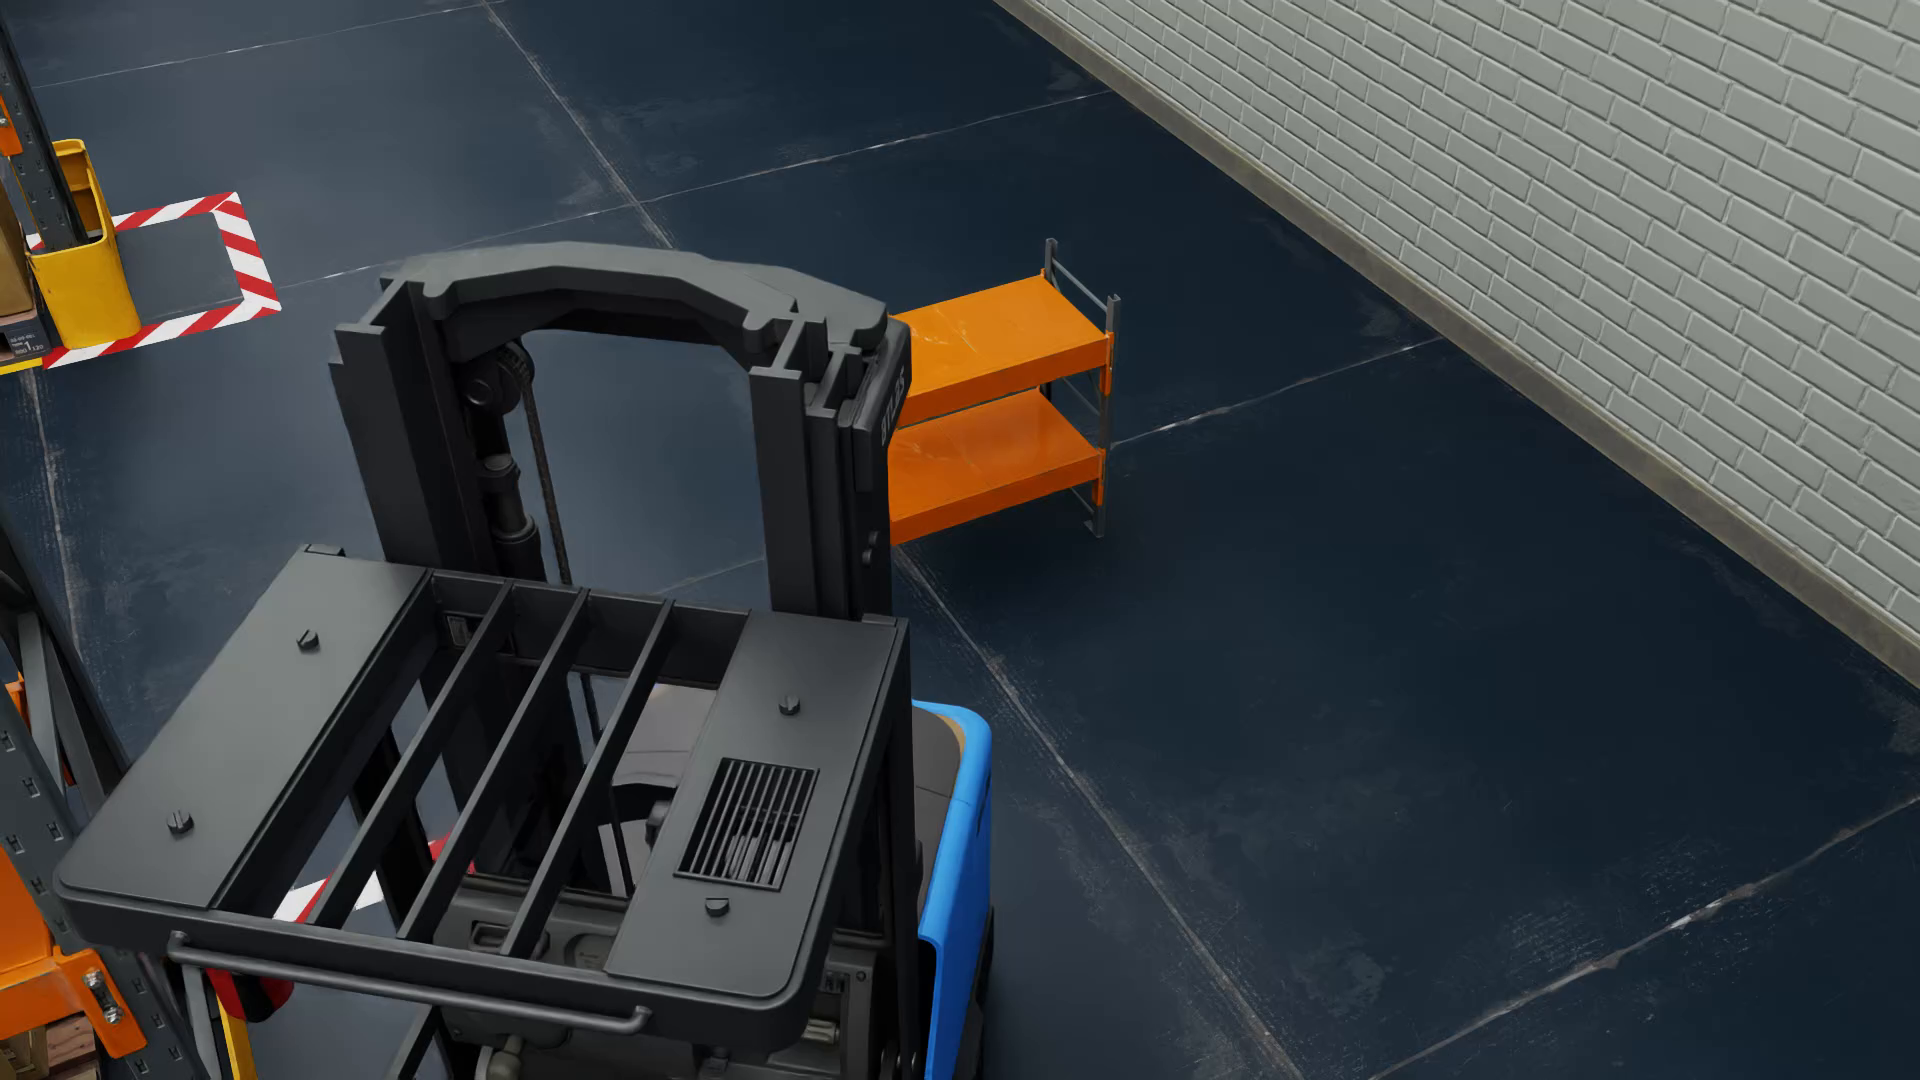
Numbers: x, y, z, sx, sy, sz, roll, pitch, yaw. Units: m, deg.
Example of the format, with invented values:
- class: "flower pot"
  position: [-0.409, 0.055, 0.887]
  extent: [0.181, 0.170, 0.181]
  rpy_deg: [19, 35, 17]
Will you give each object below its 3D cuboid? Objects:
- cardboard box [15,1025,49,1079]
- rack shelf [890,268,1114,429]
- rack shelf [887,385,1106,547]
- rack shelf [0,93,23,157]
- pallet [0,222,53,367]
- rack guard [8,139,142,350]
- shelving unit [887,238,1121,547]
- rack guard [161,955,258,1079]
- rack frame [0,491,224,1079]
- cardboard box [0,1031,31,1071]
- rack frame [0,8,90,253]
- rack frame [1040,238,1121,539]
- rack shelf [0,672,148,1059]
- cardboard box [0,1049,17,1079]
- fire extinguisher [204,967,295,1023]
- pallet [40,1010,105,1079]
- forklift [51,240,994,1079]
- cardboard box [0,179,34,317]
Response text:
- class: "cardboard box"
  position: [-2.740, 1.372, 4.690]
  extent: [0.250, 0.149, 0.380]
  rpy_deg: [-18, 43, -20]
- class: "rack shelf"
  position: [0.006, -0.655, 6.200]
  extent: [1.000, 0.278, 0.538]
  rpy_deg: [-19, 44, -21]
- class: "rack shelf"
  position: [0.006, -0.245, 6.547]
  extent: [1.000, 0.278, 0.538]
  rpy_deg: [-19, 44, -21]
- class: "rack shelf"
  position: [-6.102, -1.530, 6.793]
  extent: [4.000, 0.370, 1.077]
  rpy_deg: [-19, 44, -21]
- class: "pallet"
  position: [-5.002, -1.054, 7.832]
  extent: [1.213, 0.211, 1.003]
  rpy_deg: [-19, 44, -21]
- class: "rack guard"
  position: [-4.307, -1.455, 8.082]
  extent: [0.348, 0.500, 1.175]
  rpy_deg: [-19, 44, -21]
- class: "shelving unit"
  position: [0.006, -0.431, 6.389]
  extent: [1.048, 1.125, 0.538]
  rpy_deg: [-19, 44, -21]
- class: "rack guard"
  position: [-2.194, 1.448, 4.653]
  extent: [0.348, 0.500, 1.175]
  rpy_deg: [-19, 44, -21]
- class: "rack frame"
  position: [-2.127, 0.471, 3.872]
  extent: [0.127, 3.000, 1.000]
  rpy_deg: [-19, 44, -21]
- class: "cardboard box"
  position: [-2.710, 1.294, 4.550]
  extent: [0.250, 0.149, 0.380]
  rpy_deg: [-17, 43, -19]
- class: "rack frame"
  position: [-4.329, -2.402, 7.265]
  extent: [0.127, 3.000, 1.000]
  rpy_deg: [-19, 44, -21]
- class: "rack frame"
  position: [0.457, -0.583, 6.568]
  extent: [0.032, 1.125, 0.500]
  rpy_deg: [-19, 44, -21]
- class: "rack shelf"
  position: [-3.901, 1.342, 3.399]
  extent: [4.000, 0.370, 1.077]
  rpy_deg: [-19, 44, -21]
- class: "cardboard box"
  position: [-2.480, 1.475, 4.107]
  extent: [0.250, 0.149, 0.380]
  rpy_deg: [-18, 43, -20]
- class: "fire extinguisher"
  position: [-1.690, 0.832, 3.794]
  extent: [0.183, 0.674, 0.296]
  rpy_deg: [-19, 44, -21]
- class: "pallet"
  position: [-2.931, 1.780, 4.484]
  extent: [1.213, 0.211, 1.003]
  rpy_deg: [-19, 44, -21]
- class: "forklift"
  position: [-0.671, 1.044, 3.248]
  extent: [1.130, 2.935, 3.031]
  rpy_deg: [7, 41, 8]
- class: "cardboard box"
  position: [-4.859, -1.514, 7.536]
  extent: [0.875, 0.875, 0.875]
  rpy_deg: [-19, 44, -21]
